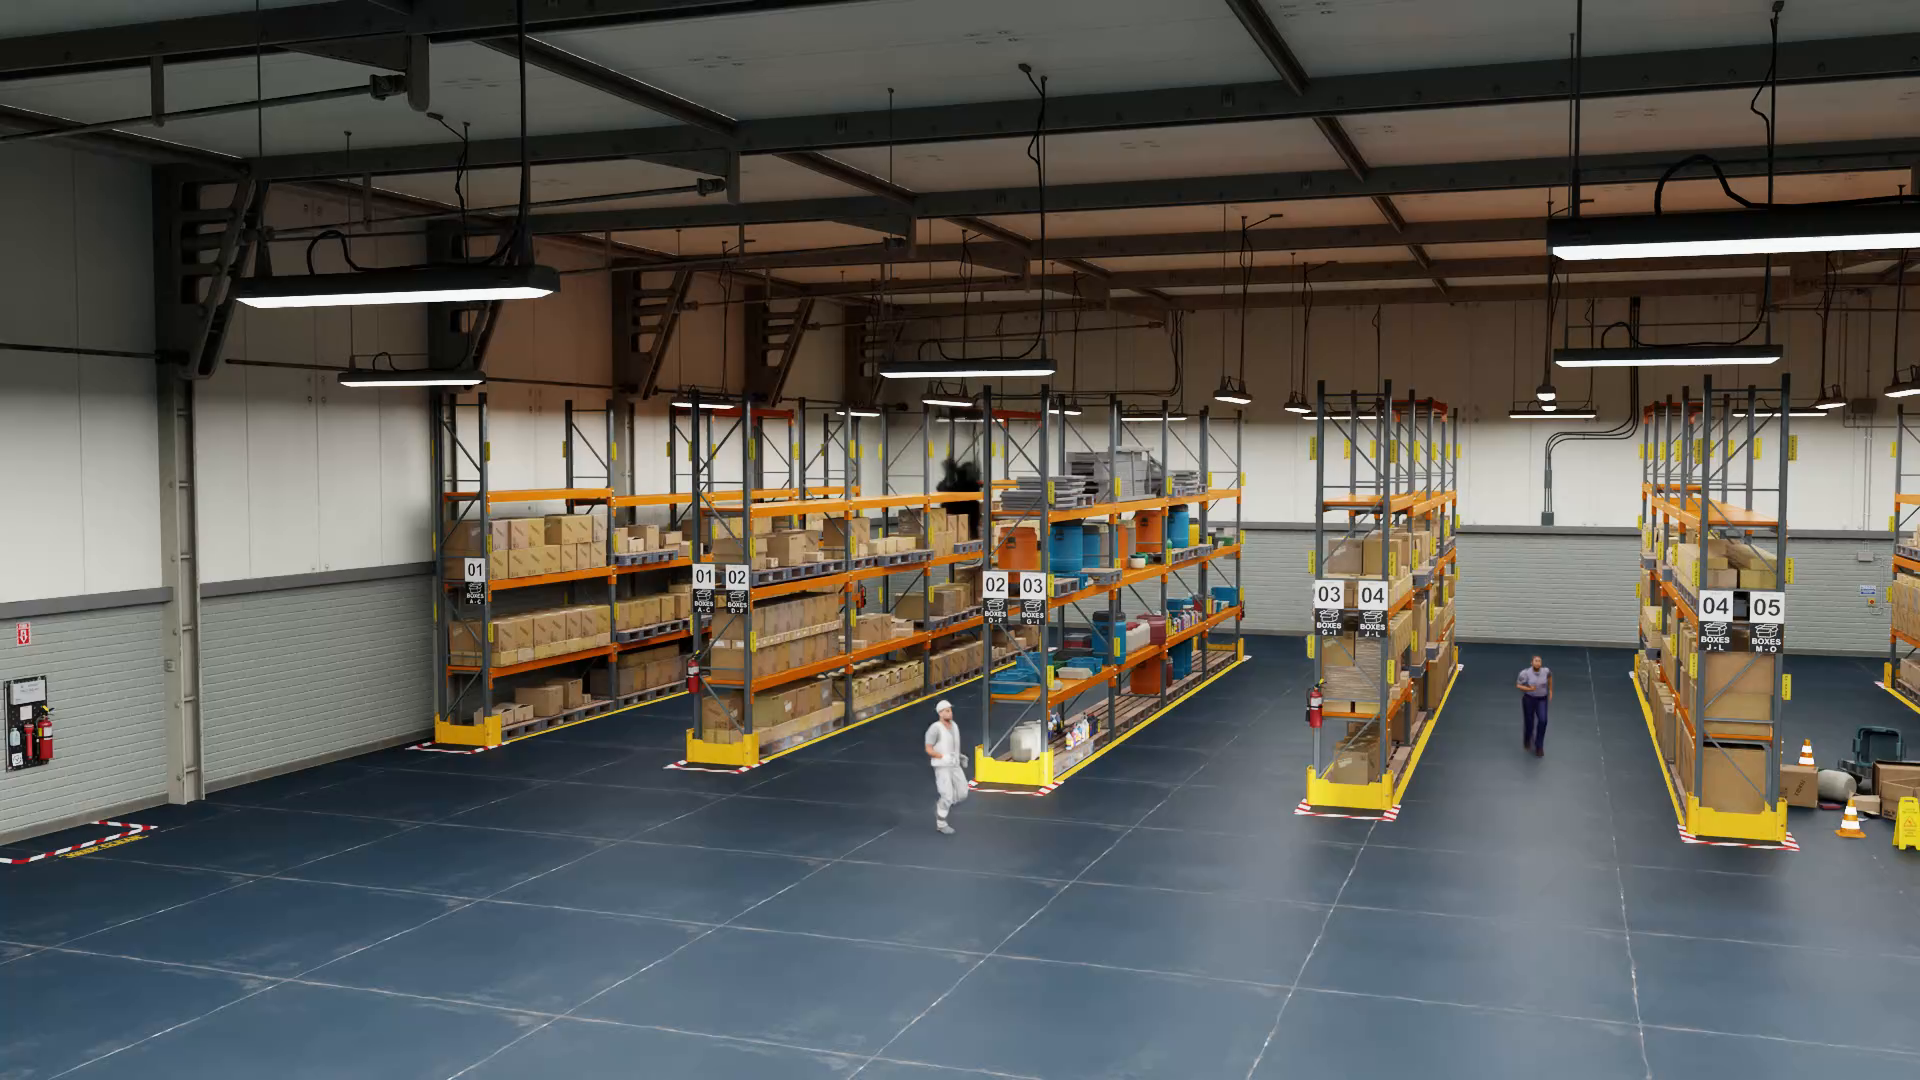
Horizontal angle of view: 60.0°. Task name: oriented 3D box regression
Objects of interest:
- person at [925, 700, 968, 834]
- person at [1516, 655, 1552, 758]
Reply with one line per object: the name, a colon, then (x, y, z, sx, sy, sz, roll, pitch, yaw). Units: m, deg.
person: (-0.163, 2.972, 21.797, 0.655, 1.742, 0.592, -3, 4, -44)
person: (9.515, 2.728, 27.558, 0.627, 1.694, 0.863, 0, 3, 6)
